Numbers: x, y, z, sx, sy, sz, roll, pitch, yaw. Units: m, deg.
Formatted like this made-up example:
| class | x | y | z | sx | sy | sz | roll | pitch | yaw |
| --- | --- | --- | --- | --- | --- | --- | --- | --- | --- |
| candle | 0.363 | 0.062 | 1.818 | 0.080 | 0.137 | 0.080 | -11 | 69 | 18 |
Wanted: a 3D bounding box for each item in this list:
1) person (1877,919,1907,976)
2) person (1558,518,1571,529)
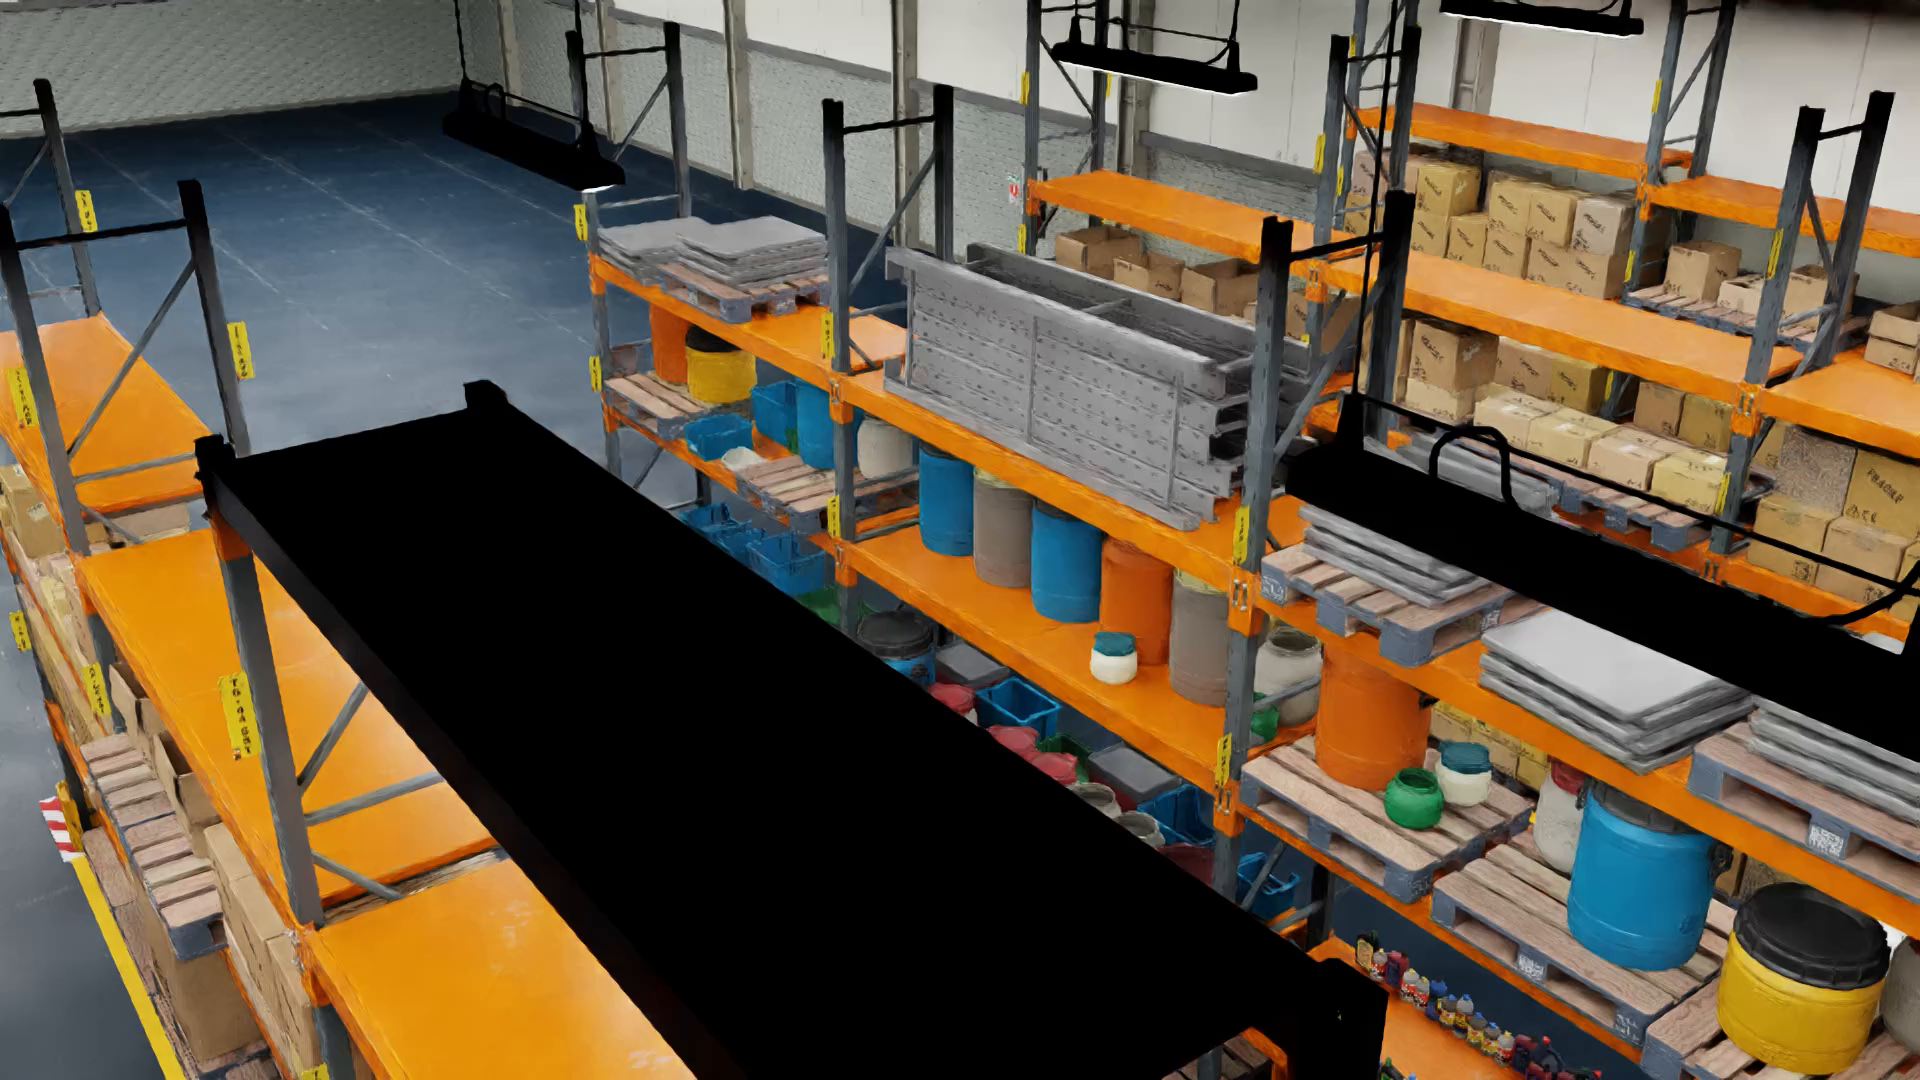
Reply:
| class | x | y | z | sx | sy | sz | roll | pitch | yaw |
| --- | --- | --- | --- | --- | --- | --- | --- | --- | --- |
| person | 5.979 | 2.936 | 10.757 | 0.601 | 1.581 | 0.871 | -14 | 28 | -27 |
| person | 5.814 | 0.353 | 16.396 | 0.560 | 1.533 | 0.770 | -21 | 32 | -37 |
